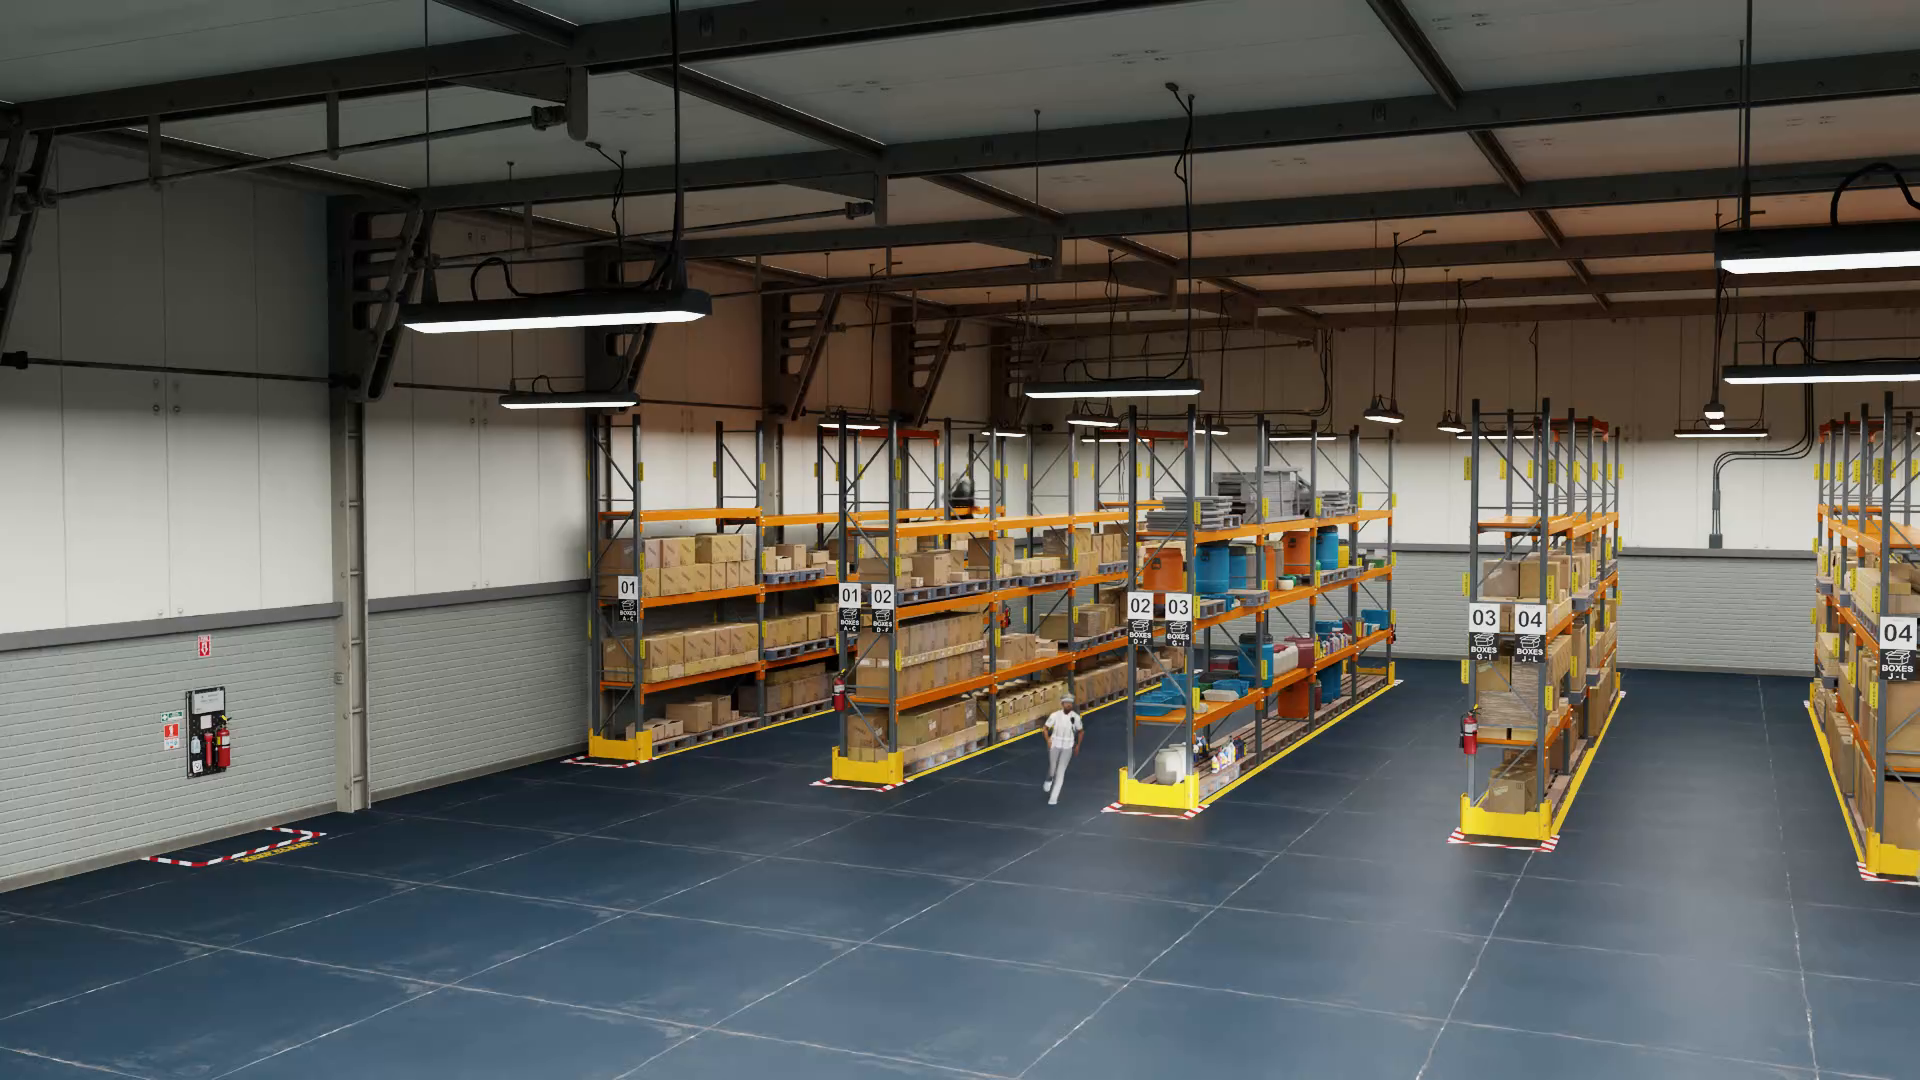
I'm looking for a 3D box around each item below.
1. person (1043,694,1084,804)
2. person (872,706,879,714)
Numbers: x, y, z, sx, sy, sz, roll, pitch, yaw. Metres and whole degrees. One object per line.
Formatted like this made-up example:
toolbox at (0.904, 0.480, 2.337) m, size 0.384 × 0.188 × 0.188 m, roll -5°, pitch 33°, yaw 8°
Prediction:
person at (1.568, 3.144, 25.247) m, size 0.607 × 1.637 × 0.678 m, roll 0°, pitch 2°, yaw 0°
person at (-1.419, 2.900, 30.946) m, size 0.568 × 1.600 × 0.701 m, roll 1°, pitch 2°, yaw 19°
